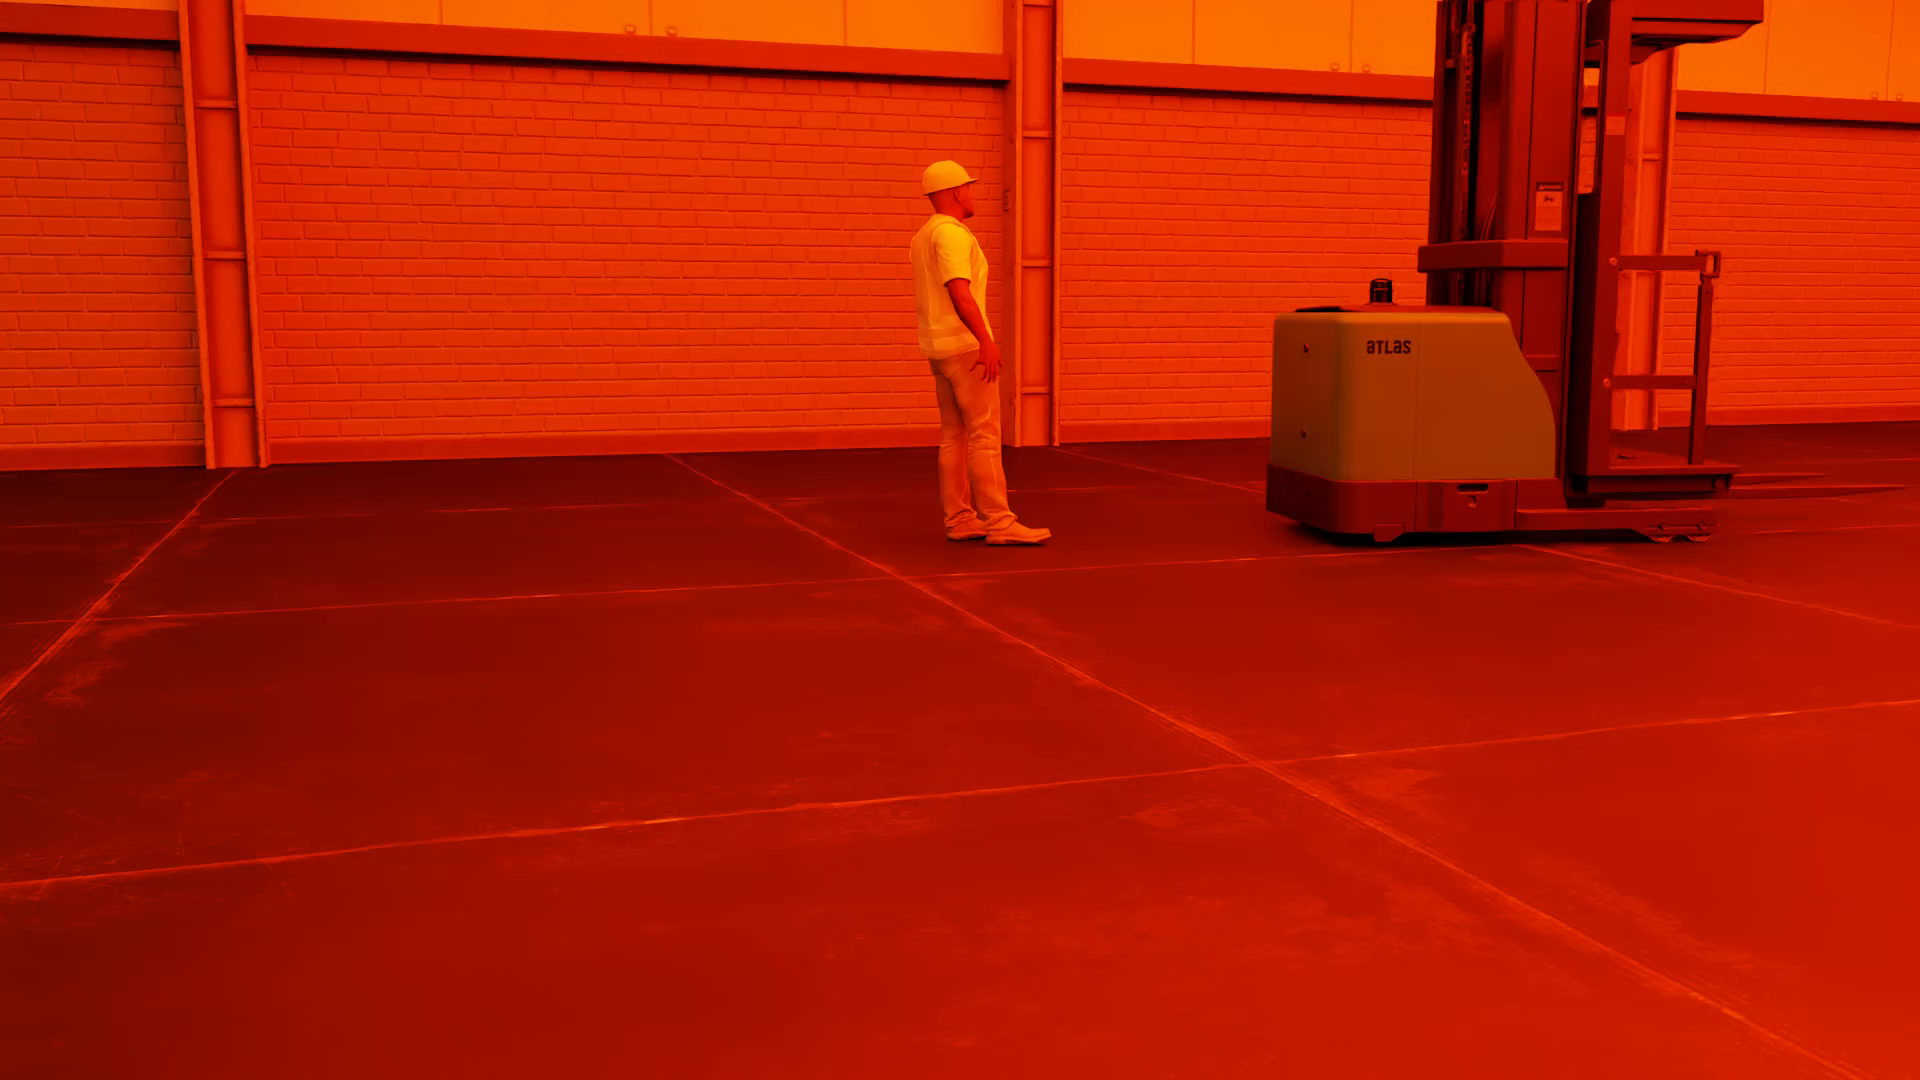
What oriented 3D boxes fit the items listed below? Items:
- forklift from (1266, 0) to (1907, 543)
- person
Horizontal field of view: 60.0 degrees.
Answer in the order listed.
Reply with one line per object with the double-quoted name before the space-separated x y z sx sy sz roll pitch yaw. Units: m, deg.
"forklift" 3.132 -1.508 8.138 3.031 2.935 1.130 -1 8 -9
"person" 0.068 -0.885 7.820 0.575 1.768 0.665 -3 8 -18
